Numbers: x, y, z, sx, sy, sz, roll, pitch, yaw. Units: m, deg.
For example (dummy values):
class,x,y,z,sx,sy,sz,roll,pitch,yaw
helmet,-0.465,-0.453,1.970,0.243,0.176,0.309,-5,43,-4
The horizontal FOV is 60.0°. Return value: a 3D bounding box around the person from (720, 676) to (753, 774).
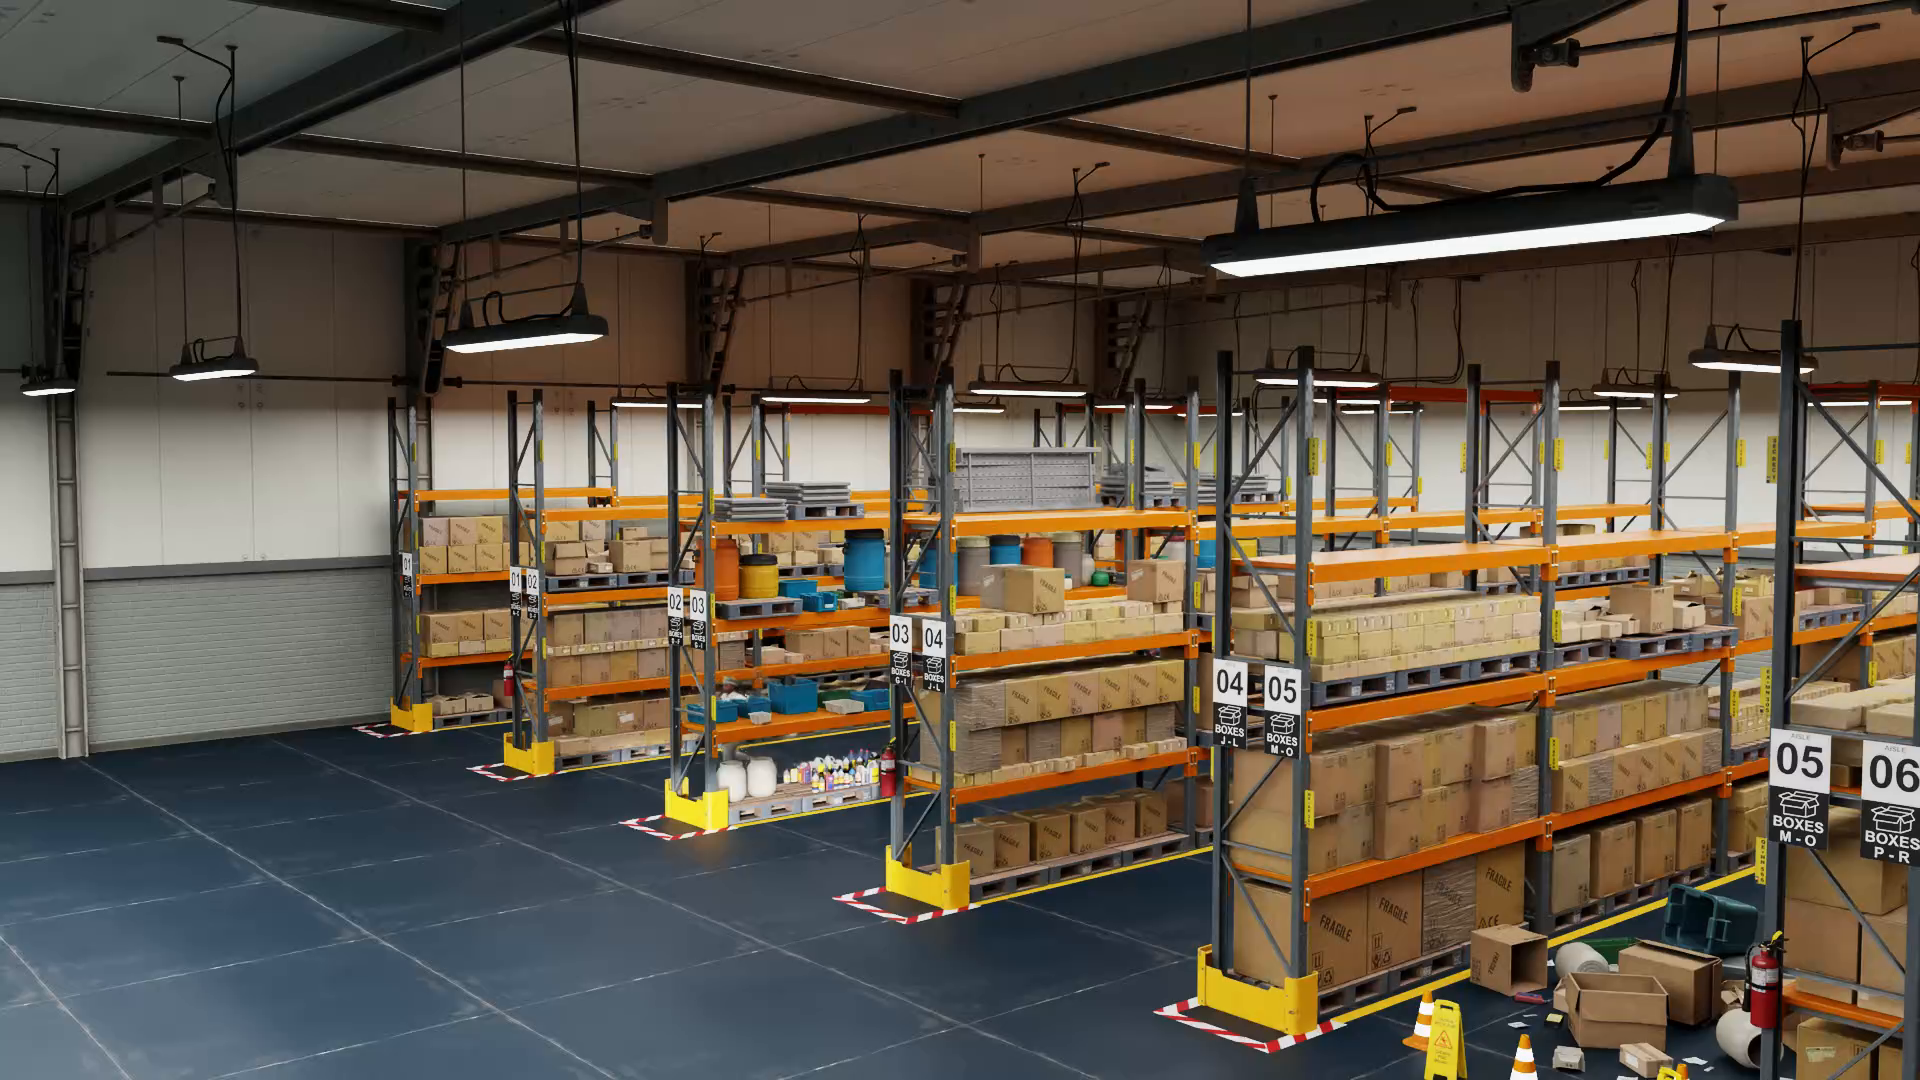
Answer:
class,x,y,z,sx,sy,sz,roll,pitch,yaw
person,-3.378,2.863,25.068,0.562,1.682,0.889,3,5,45
